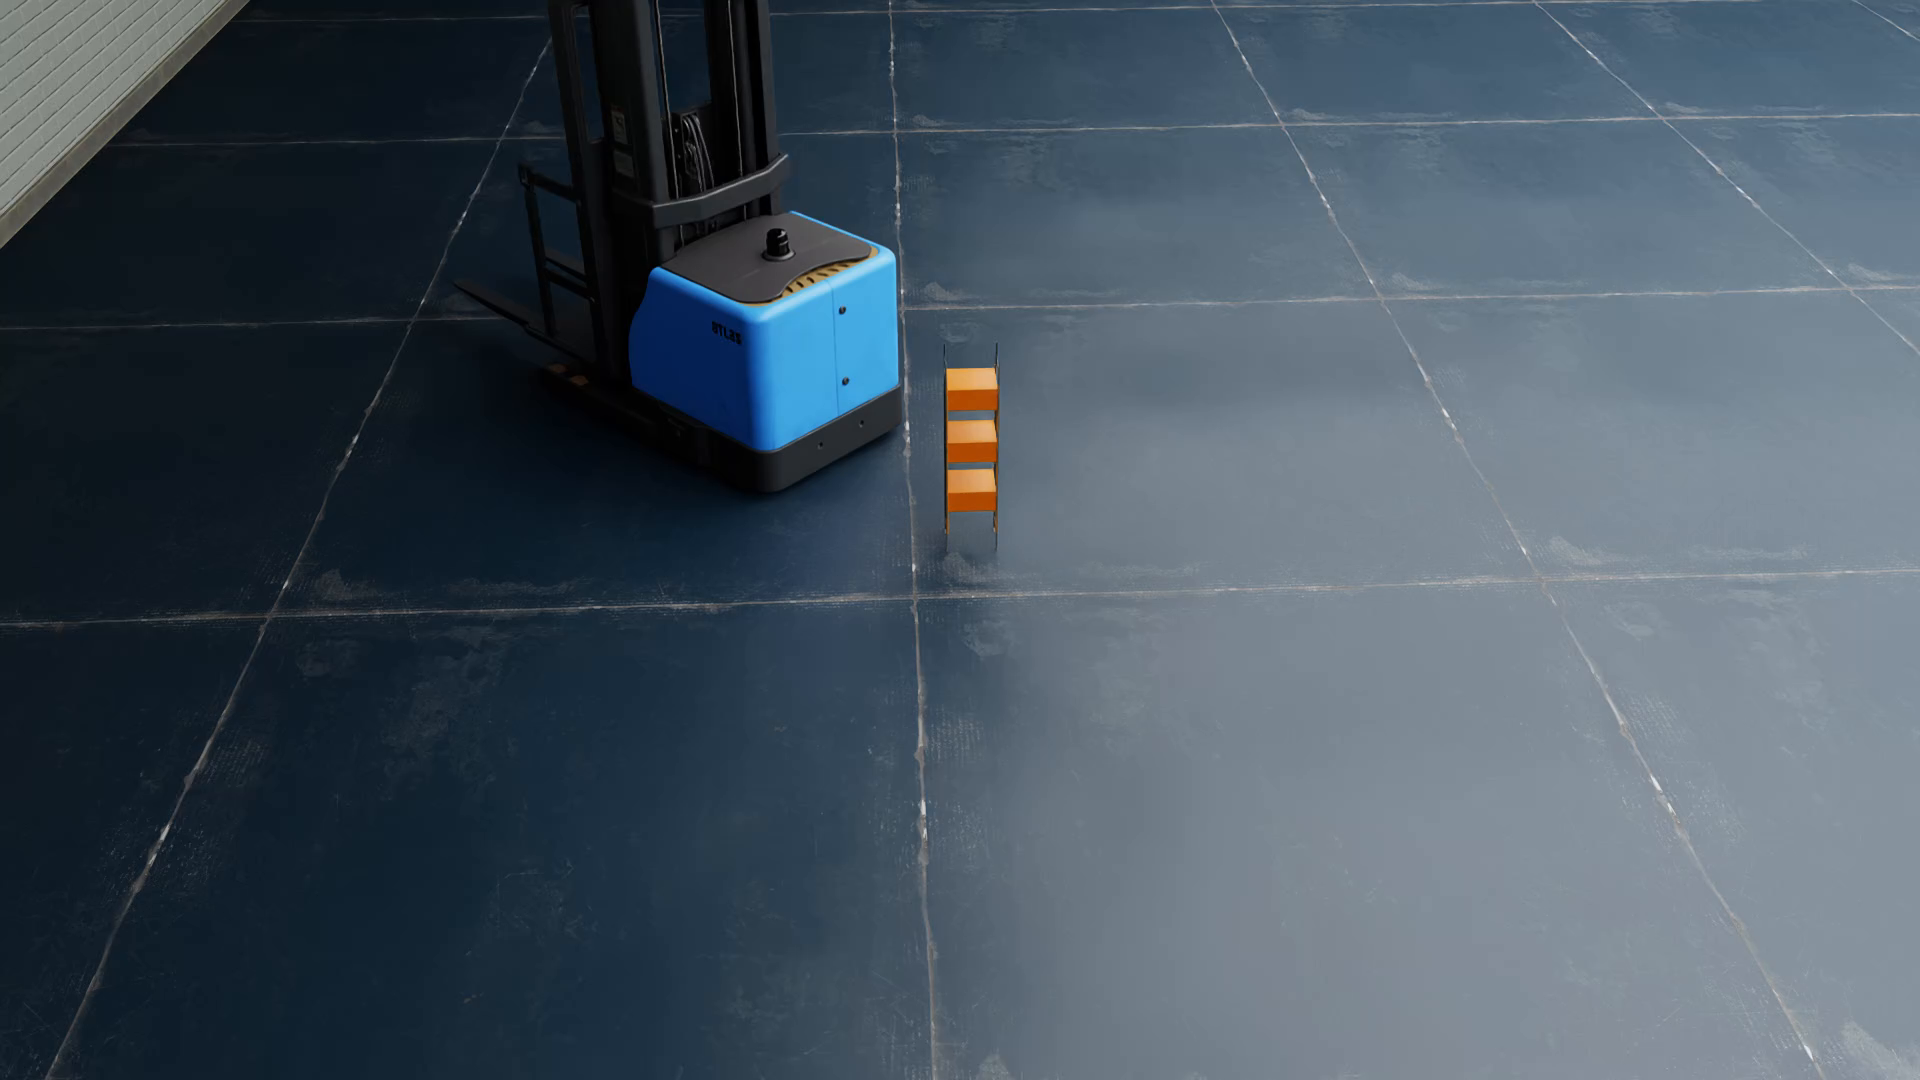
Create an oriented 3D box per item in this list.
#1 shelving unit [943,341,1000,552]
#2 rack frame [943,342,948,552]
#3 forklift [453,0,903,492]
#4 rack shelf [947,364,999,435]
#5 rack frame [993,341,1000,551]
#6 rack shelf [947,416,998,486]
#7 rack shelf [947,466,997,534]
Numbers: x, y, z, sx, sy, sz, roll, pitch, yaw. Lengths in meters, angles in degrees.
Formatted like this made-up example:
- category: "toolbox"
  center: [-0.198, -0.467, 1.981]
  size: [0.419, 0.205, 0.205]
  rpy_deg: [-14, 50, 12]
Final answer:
- category: "shelving unit"
  center: [0.053, -0.433, 7.953]
  size: [0.252, 1.050, 0.215]
  rpy_deg: [-2, 35, -2]
- category: "rack frame"
  center: [-0.068, -0.430, 7.949]
  size: [0.008, 1.050, 0.200]
  rpy_deg: [-2, 35, -2]
- category: "forklift"
  center: [-1.746, -2.161, 8.797]
  size: [3.031, 2.935, 1.130]
  rpy_deg: [27, 43, 33]
- category: "rack shelf"
  center: [0.053, -0.658, 7.798]
  size: [0.240, 0.259, 0.215]
  rpy_deg: [-2, 35, -2]
- category: "rack frame"
  center: [0.175, -0.436, 7.958]
  size: [0.008, 1.050, 0.200]
  rpy_deg: [-2, 35, -2]
- category: "rack shelf"
  center: [0.053, -0.424, 7.959]
  size: [0.240, 0.259, 0.215]
  rpy_deg: [-2, 35, -2]
- category: "rack shelf"
  center: [0.053, -0.196, 8.118]
  size: [0.240, 0.259, 0.215]
  rpy_deg: [-2, 35, -2]
